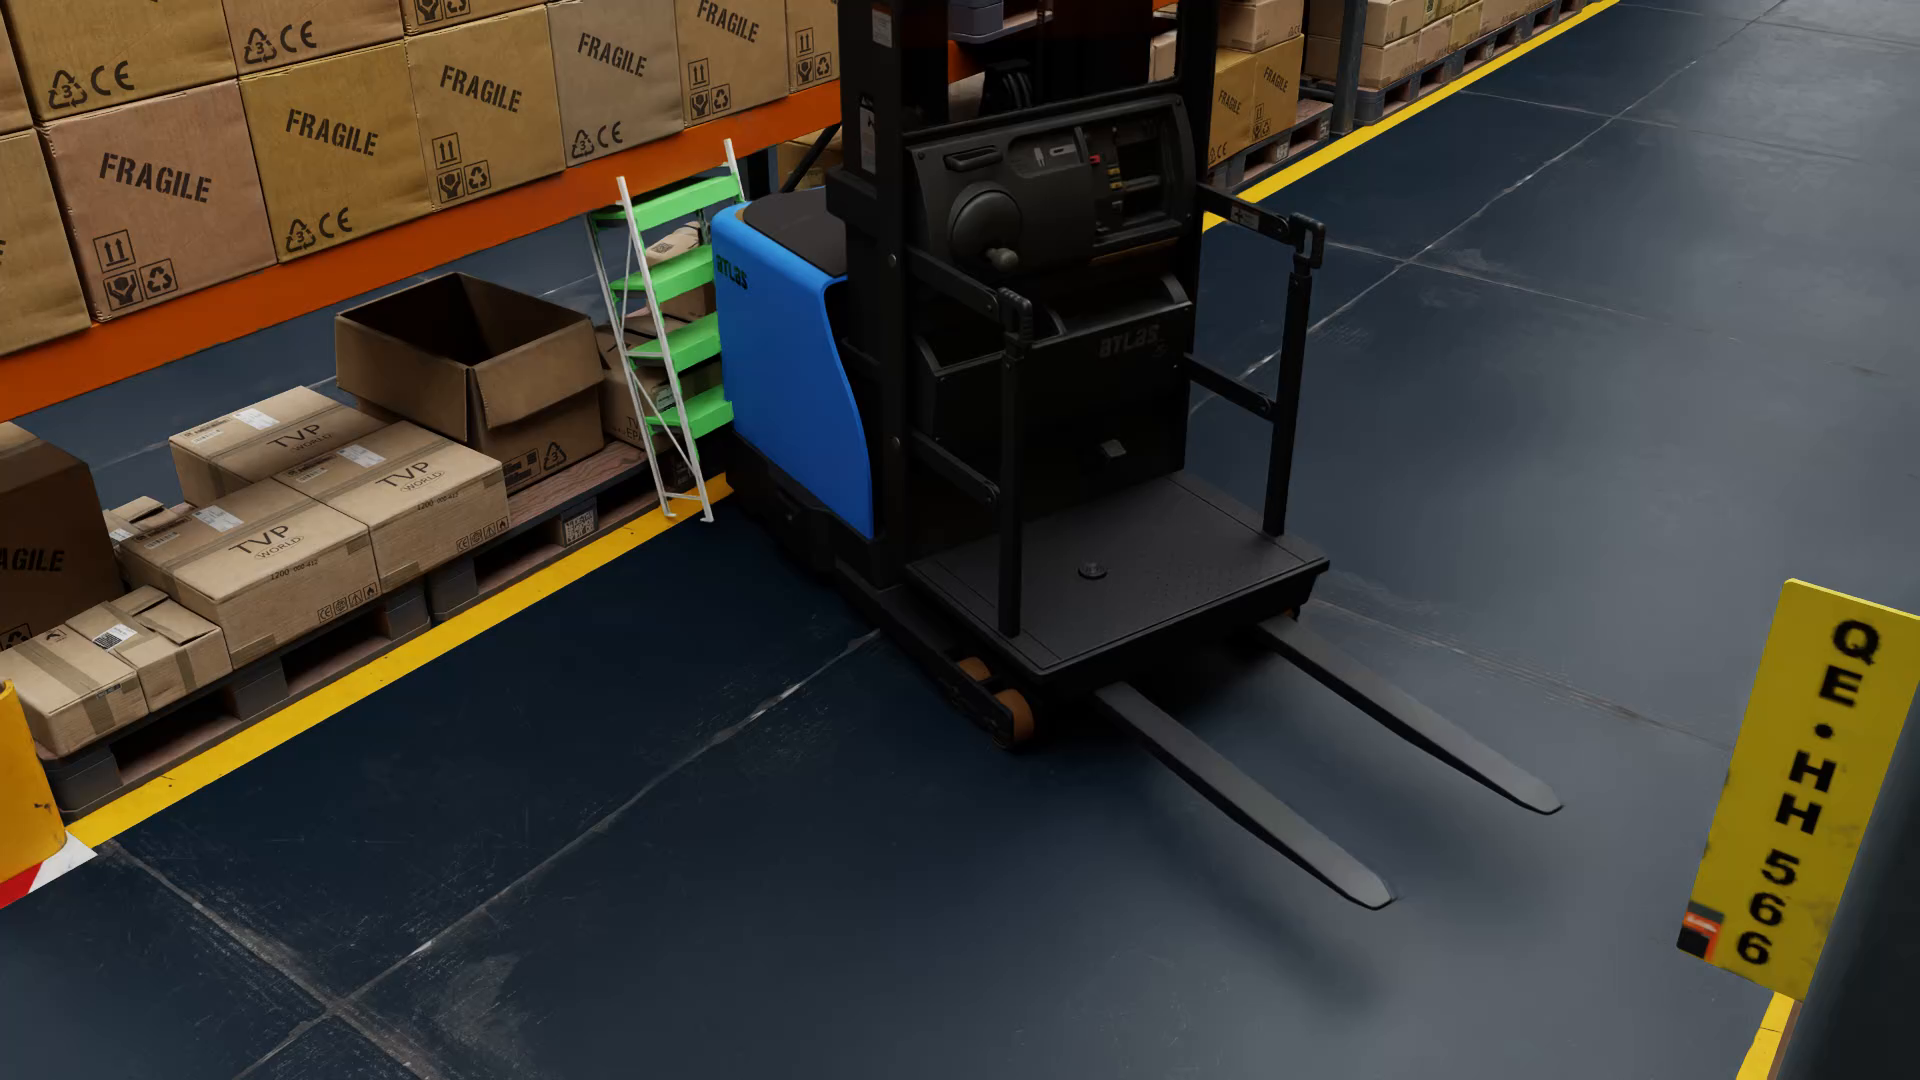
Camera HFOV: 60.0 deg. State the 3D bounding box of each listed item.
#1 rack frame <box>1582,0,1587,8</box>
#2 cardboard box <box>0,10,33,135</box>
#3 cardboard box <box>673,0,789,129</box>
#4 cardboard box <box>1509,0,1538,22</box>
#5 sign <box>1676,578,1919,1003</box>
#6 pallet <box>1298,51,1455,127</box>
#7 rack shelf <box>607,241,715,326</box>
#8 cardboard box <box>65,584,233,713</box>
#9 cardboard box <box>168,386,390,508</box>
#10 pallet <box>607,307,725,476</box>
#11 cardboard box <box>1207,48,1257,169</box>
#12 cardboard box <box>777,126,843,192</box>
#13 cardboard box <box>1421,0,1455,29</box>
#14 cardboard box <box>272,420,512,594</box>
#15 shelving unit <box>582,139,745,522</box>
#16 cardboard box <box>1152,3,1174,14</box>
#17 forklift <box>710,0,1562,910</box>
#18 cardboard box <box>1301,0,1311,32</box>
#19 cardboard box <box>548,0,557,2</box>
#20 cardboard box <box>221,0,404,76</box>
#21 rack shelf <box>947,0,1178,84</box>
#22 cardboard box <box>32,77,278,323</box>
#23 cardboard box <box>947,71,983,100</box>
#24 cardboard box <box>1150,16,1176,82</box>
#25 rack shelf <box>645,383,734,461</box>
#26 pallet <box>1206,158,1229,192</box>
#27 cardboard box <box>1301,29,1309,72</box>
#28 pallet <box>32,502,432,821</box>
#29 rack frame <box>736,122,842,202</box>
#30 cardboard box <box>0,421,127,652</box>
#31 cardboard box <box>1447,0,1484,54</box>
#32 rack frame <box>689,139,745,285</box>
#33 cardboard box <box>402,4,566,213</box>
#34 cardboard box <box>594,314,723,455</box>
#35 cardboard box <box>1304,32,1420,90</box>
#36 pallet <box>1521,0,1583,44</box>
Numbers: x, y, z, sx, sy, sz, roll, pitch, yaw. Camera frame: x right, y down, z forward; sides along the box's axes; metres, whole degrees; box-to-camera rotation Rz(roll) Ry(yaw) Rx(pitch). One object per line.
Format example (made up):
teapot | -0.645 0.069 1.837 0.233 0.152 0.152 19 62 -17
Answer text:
rack frame | 4.292 -5.448 12.001 1.000 3.000 0.127 21 37 31
cardboard box | -2.473 -1.143 3.657 0.500 0.500 0.500 22 37 33
cardboard box | -0.944 -1.747 5.658 0.500 0.500 0.500 22 37 33
cardboard box | 3.658 -3.775 11.462 0.500 0.250 0.500 22 37 32
sign | 0.576 0.180 1.136 0.100 0.325 0.005 21 37 31
pallet | 2.406 -2.945 10.512 1.003 0.211 1.213 21 37 31
rack shelf | -0.941 -0.880 5.672 0.258 0.148 0.480 8 29 38
cardboard box | -2.274 0.293 4.661 0.380 0.166 0.250 21 37 31
cardboard box | -2.222 -0.250 5.496 0.500 0.250 0.500 21 37 31
pallet | -0.952 -0.718 6.754 1.003 0.211 1.213 21 37 31
cardboard box | 1.188 -2.273 8.664 0.500 0.500 0.500 20 36 30
cardboard box | -0.467 -1.599 7.526 0.500 0.500 0.500 21 37 31
cardboard box | 2.738 -3.400 10.279 0.500 0.311 0.500 20 36 30
cardboard box | -1.793 -0.117 5.271 0.500 0.250 0.500 21 37 31
shelving unit | -0.909 -0.720 5.740 0.258 1.200 0.503 8 29 38
cardboard box | 1.375 -2.839 9.618 0.500 0.500 0.500 23 38 33
forklift | 0.397 -0.945 4.470 1.130 2.935 3.031 -19 36 -29
cardboard box | 1.998 -3.350 10.195 0.500 0.311 0.500 22 37 33
cardboard box | -1.247 -1.970 5.054 0.500 0.500 0.500 21 37 32
cardboard box | -1.858 -1.559 4.360 0.500 0.500 0.500 22 37 32
rack shelf | 0.670 -2.700 8.069 1.077 0.370 4.000 21 37 31
cardboard box | -2.166 -0.924 4.269 0.500 0.500 0.500 21 36 31
cardboard box | 0.141 -2.001 8.204 0.500 0.500 0.500 22 37 32
cardboard box | 0.855 -2.365 8.083 0.500 0.250 0.500 20 36 30
rack shelf | -0.854 -0.444 5.855 0.258 0.148 0.480 8 29 38
pallet | 0.660 -1.837 8.643 1.003 0.211 1.213 21 37 31
cardboard box | 2.001 -3.109 10.339 0.500 0.250 0.500 22 37 32
pallet | -2.425 0.274 5.081 1.003 0.211 1.213 21 37 31
rack frame | -0.537 -2.196 6.514 1.000 3.000 0.127 21 37 31
cardboard box | -2.820 0.019 4.796 0.500 0.500 0.500 21 37 31
cardboard box | 3.040 -3.360 10.763 0.500 0.250 0.500 20 36 30
rack frame | -0.764 -0.820 5.908 0.240 1.200 0.015 8 29 38
cardboard box | -1.558 -1.330 4.953 0.500 0.500 0.500 22 37 32
cardboard box | -1.107 -0.605 6.035 0.500 0.311 0.500 21 37 31
cardboard box | 2.428 -2.942 10.058 0.500 0.250 0.500 21 37 31
pallet | 3.879 -3.937 12.186 1.003 0.211 1.213 21 37 31
